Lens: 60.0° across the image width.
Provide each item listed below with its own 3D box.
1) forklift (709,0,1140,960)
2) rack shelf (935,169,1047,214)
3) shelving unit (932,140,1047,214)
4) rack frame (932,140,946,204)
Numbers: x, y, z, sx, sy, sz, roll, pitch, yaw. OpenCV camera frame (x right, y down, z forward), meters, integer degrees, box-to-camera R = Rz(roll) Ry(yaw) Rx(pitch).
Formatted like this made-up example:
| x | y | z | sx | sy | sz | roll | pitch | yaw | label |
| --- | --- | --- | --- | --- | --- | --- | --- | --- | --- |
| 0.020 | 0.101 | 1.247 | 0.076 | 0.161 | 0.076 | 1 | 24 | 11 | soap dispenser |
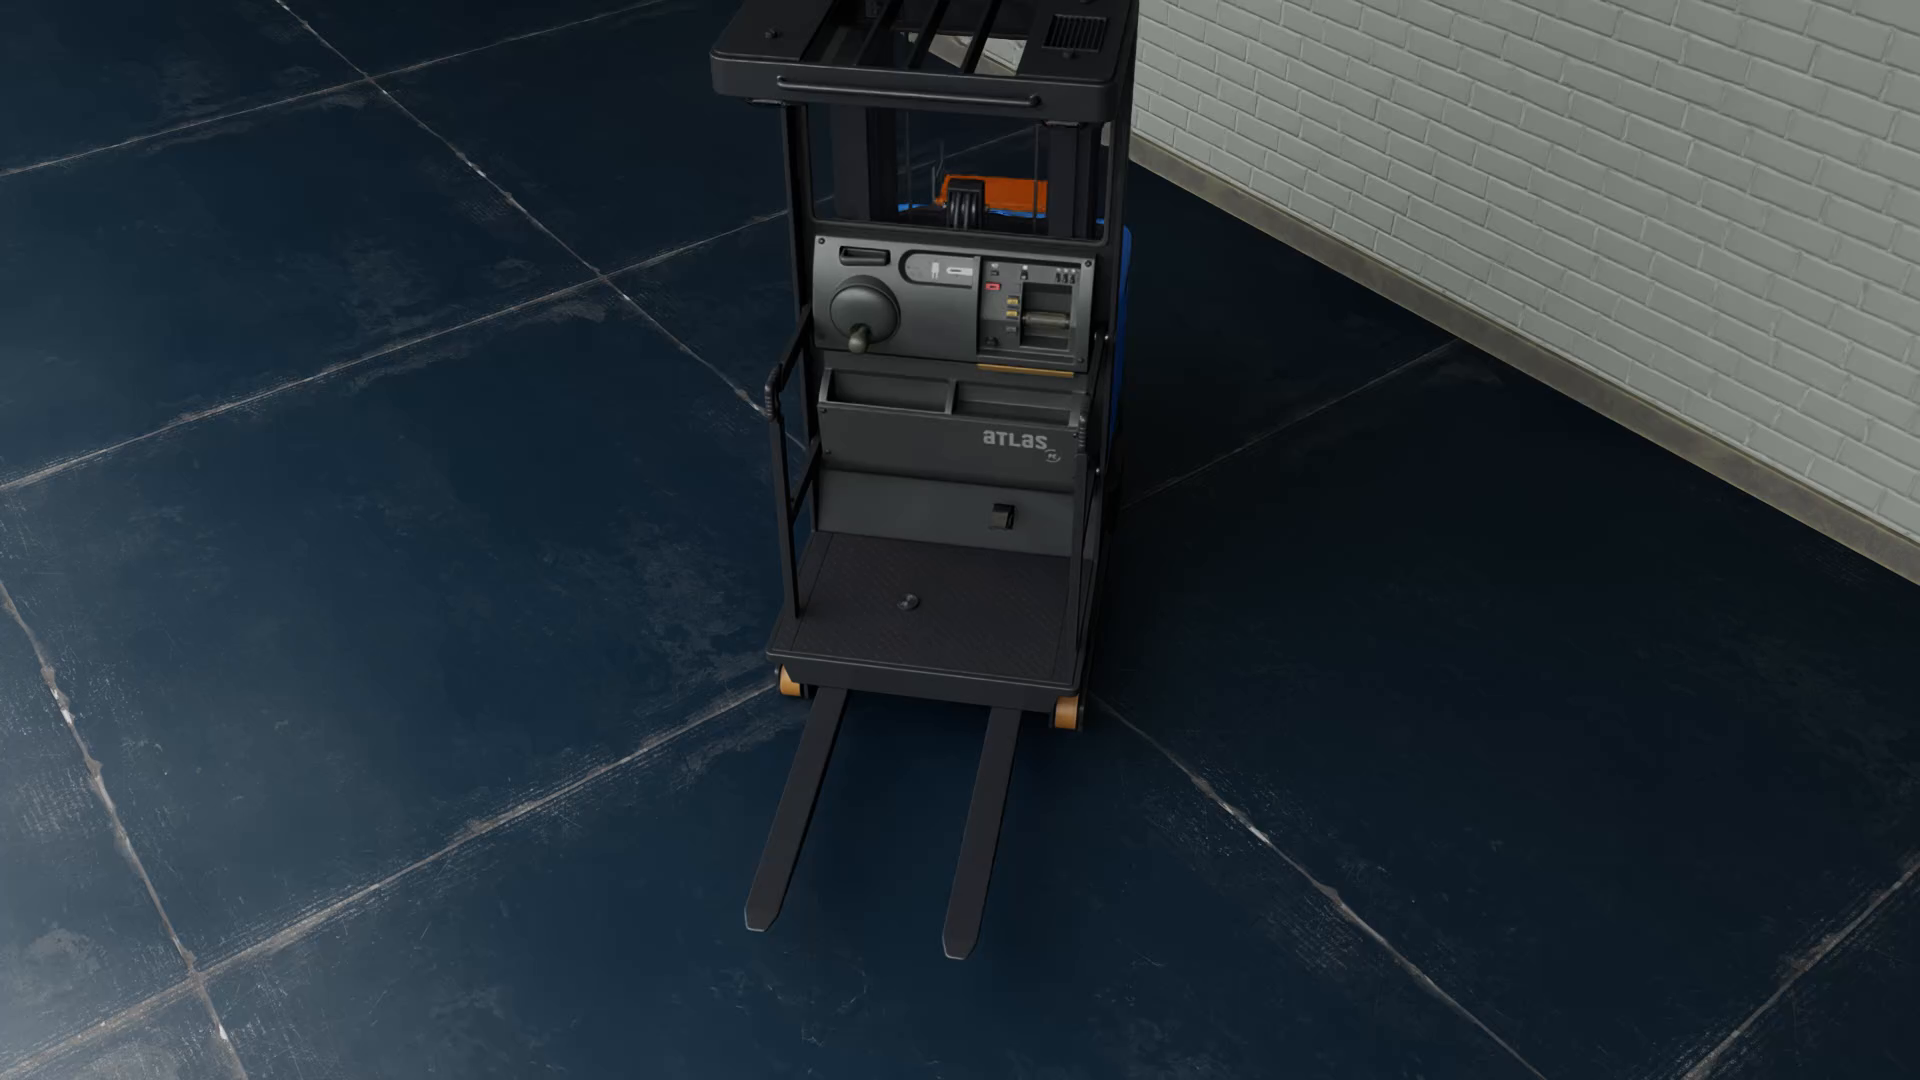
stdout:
| x | y | z | sx | sy | sz | roll | pitch | yaw | label |
| --- | --- | --- | --- | --- | --- | --- | --- | --- | --- |
| -0.059 | -0.708 | 5.302 | 1.130 | 2.935 | 3.031 | 6 | 40 | 7 | forklift |
| 0.155 | -1.393 | 6.880 | 0.480 | 0.148 | 0.258 | 6 | 39 | 7 | rack shelf |
| 0.155 | -1.087 | 7.127 | 0.503 | 1.200 | 0.258 | 6 | 39 | 7 | shelving unit |
| -0.086 | -1.112 | 7.157 | 0.015 | 1.200 | 0.240 | 6 | 39 | 7 | rack frame |
